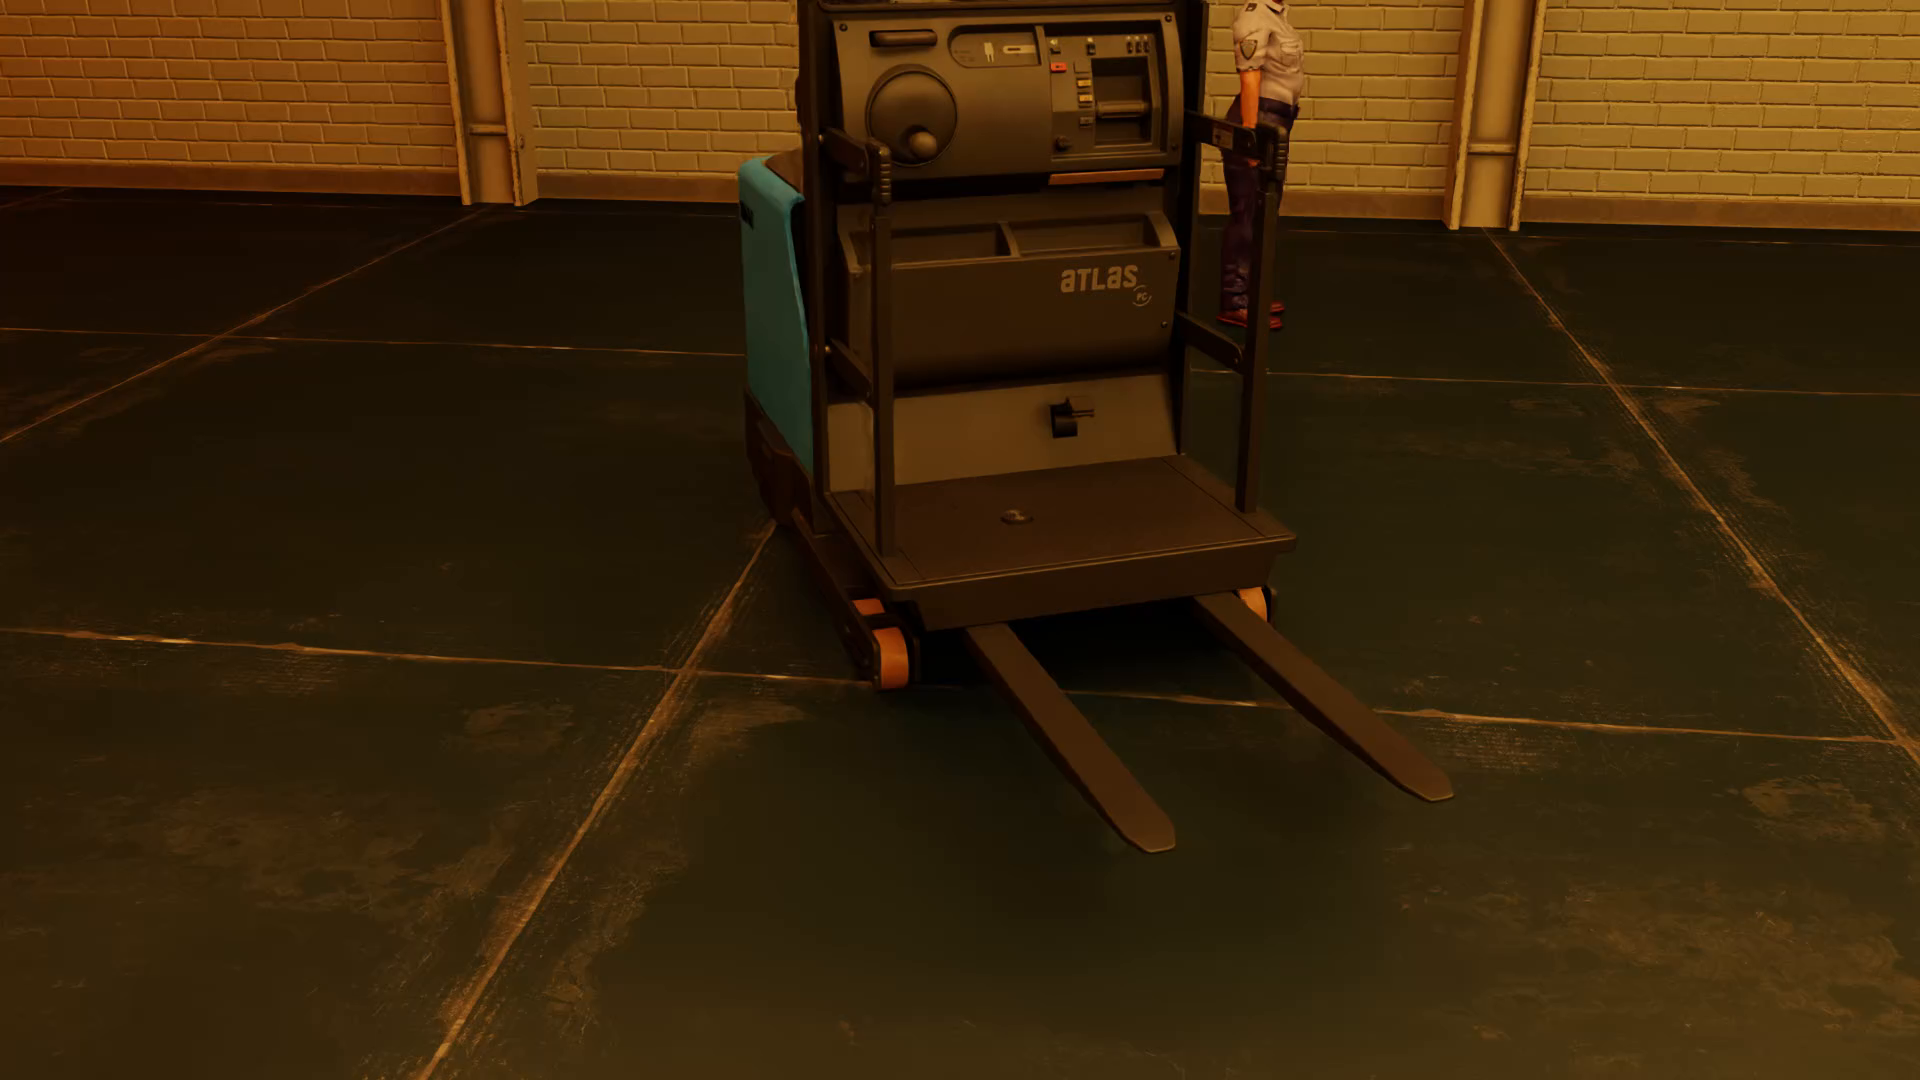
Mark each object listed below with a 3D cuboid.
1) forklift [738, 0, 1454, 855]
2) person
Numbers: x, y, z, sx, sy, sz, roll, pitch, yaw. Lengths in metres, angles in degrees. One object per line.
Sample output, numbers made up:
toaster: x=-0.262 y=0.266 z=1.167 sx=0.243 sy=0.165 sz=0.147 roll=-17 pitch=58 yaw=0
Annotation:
forklift: x=0.204 y=-1.142 z=4.090 sx=1.130 sy=2.935 sz=3.031 roll=-7 pitch=23 yaw=-17
person: x=1.346 y=-1.804 z=7.460 sx=0.349 sy=1.650 sz=0.479 roll=6 pitch=23 yaw=15
